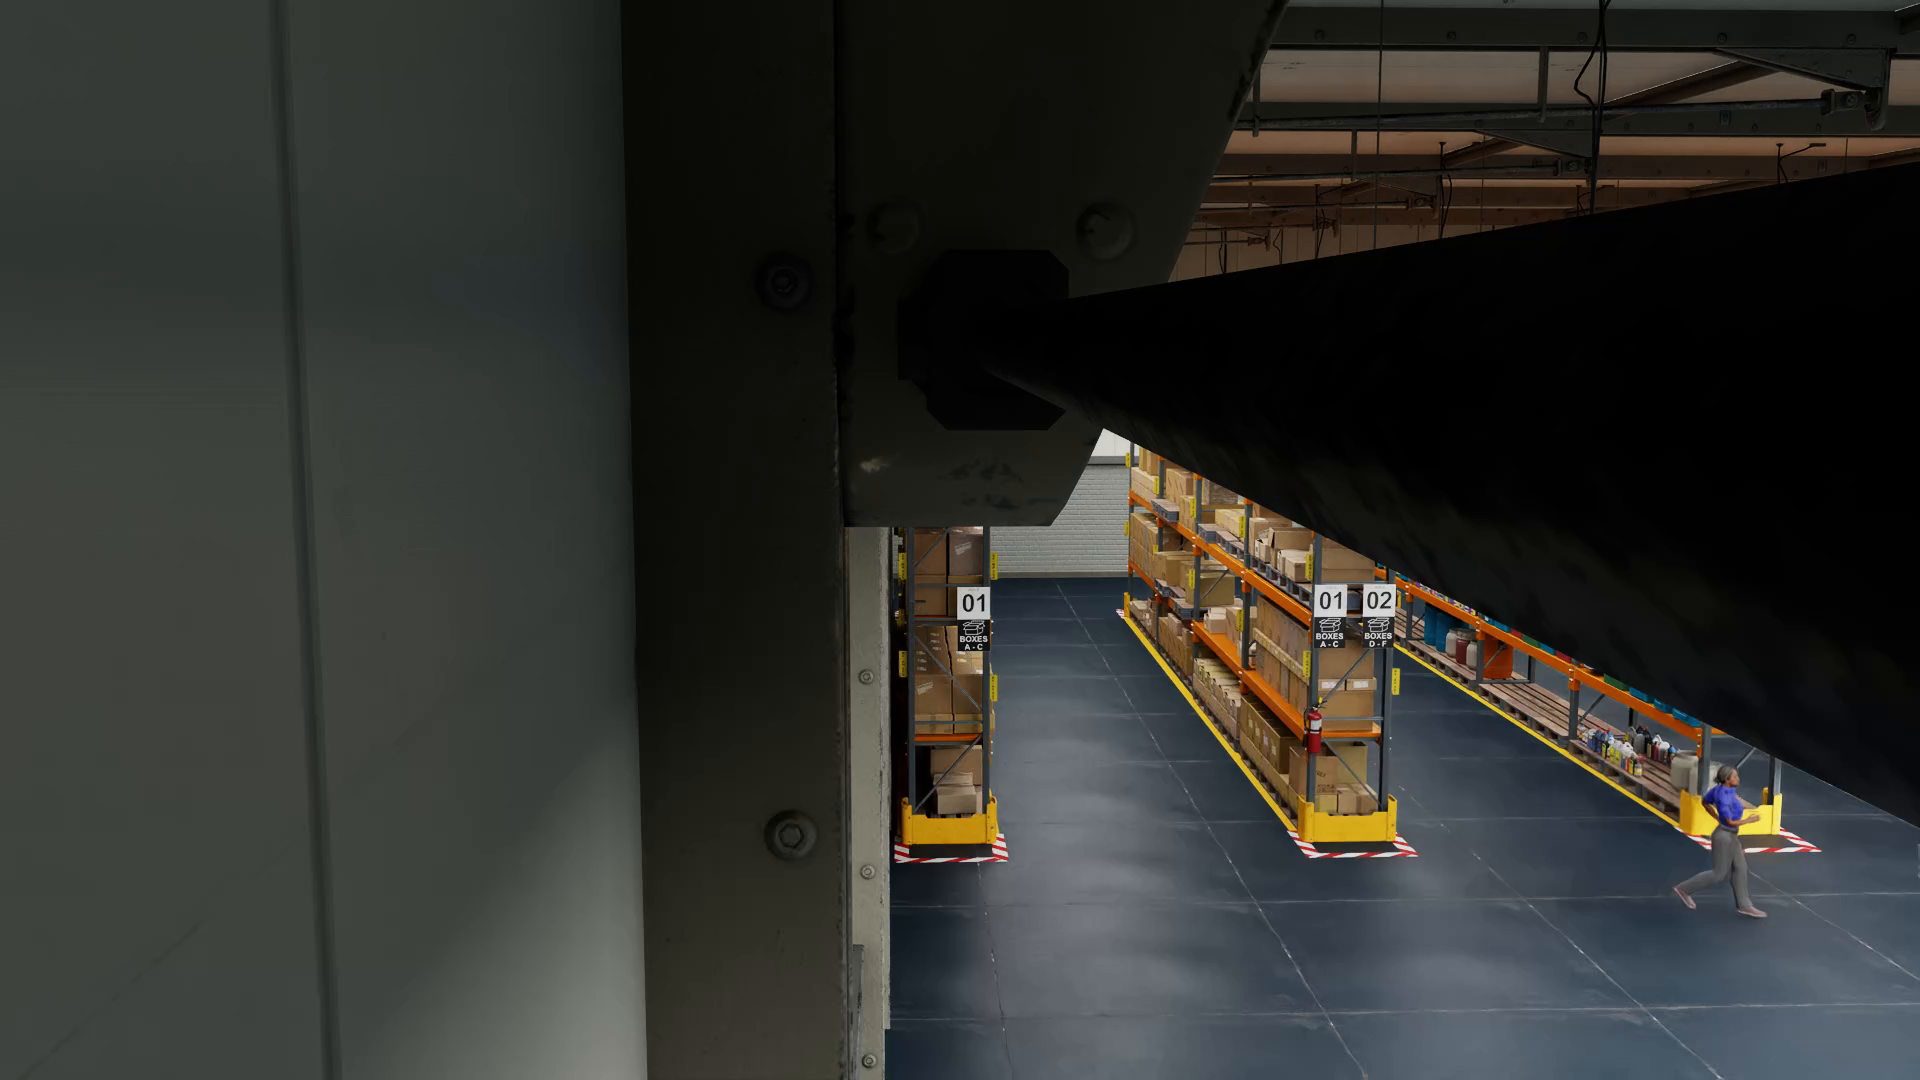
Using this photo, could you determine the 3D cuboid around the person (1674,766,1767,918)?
[{"bbox_3d":[8.199,3.226,17.855,0.931,1.623,0.580,3,8,21],"label":"person"}]
